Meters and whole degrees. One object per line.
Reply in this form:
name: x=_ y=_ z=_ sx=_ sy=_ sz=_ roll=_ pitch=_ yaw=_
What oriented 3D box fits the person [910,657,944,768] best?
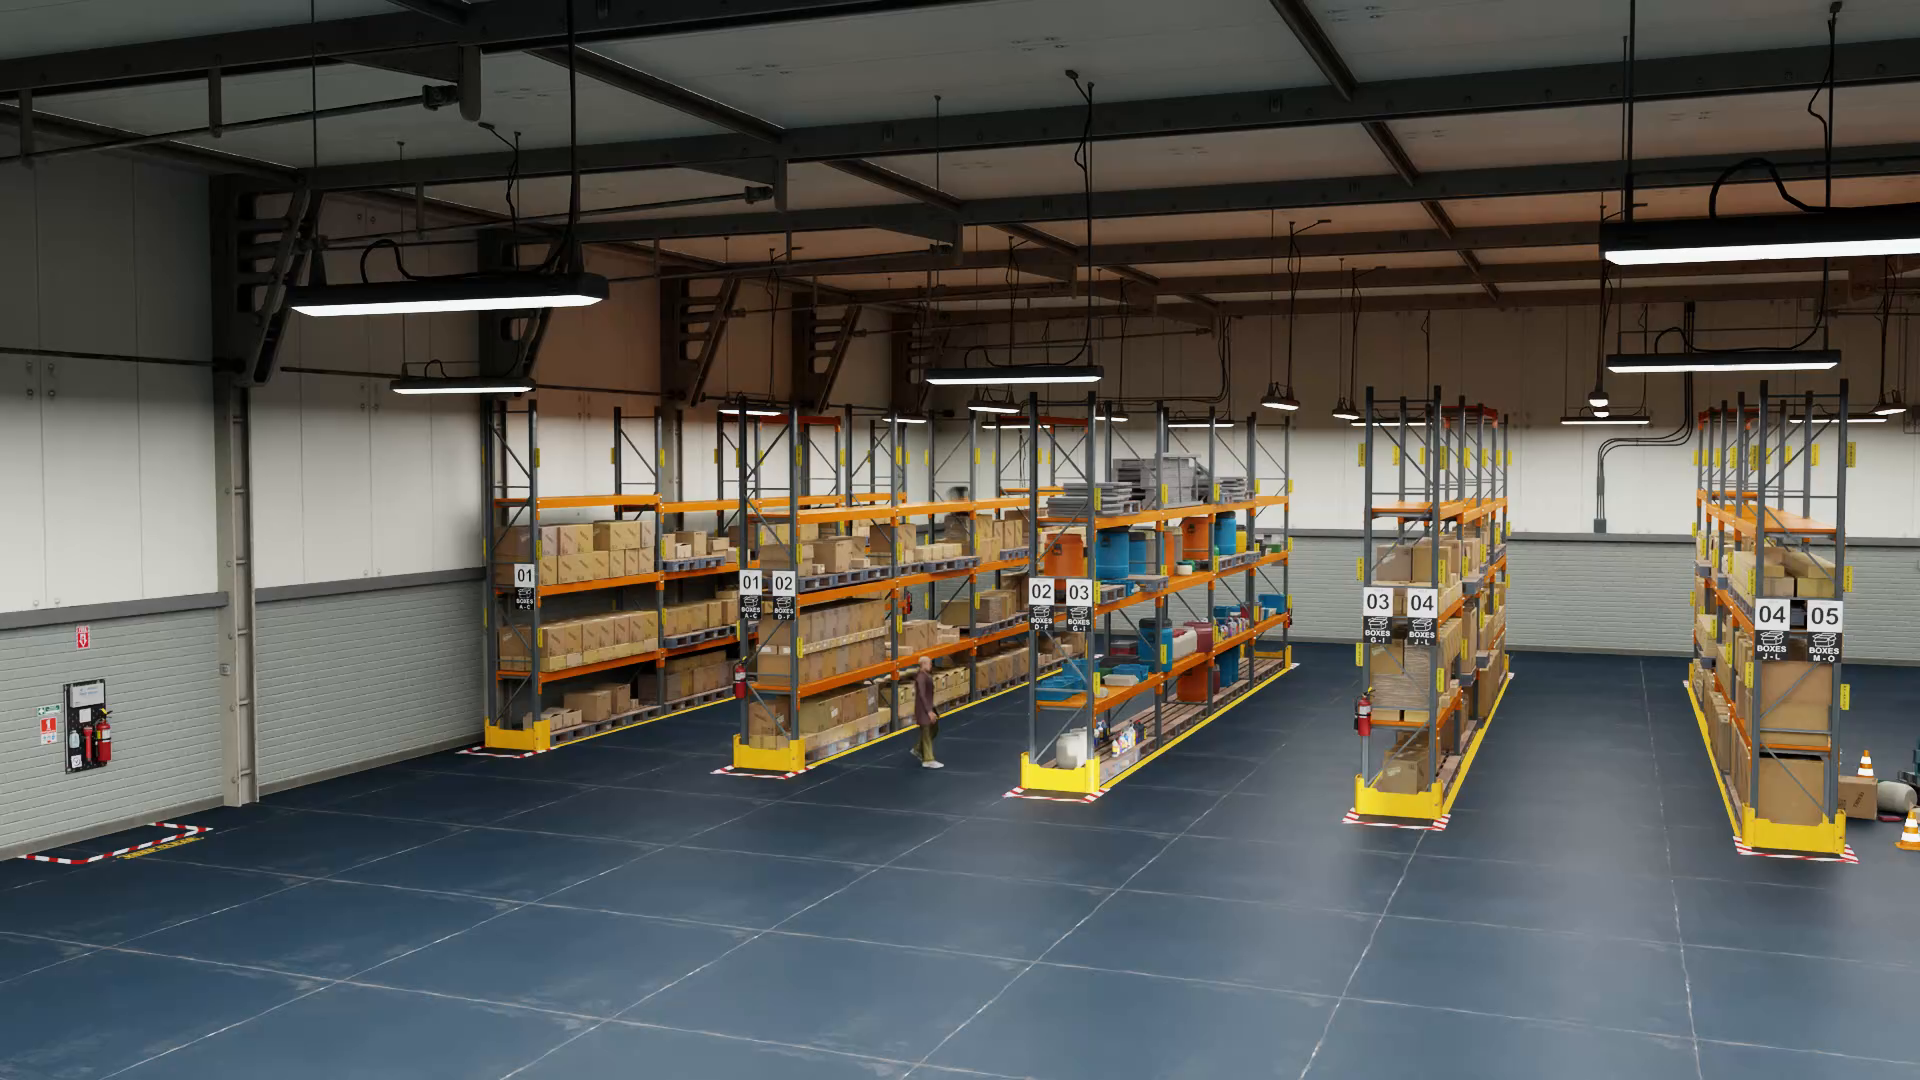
person: x=-0.531 y=2.793 z=27.008 sx=0.597 sy=1.809 sz=0.721 roll=0 pitch=3 yaw=7
